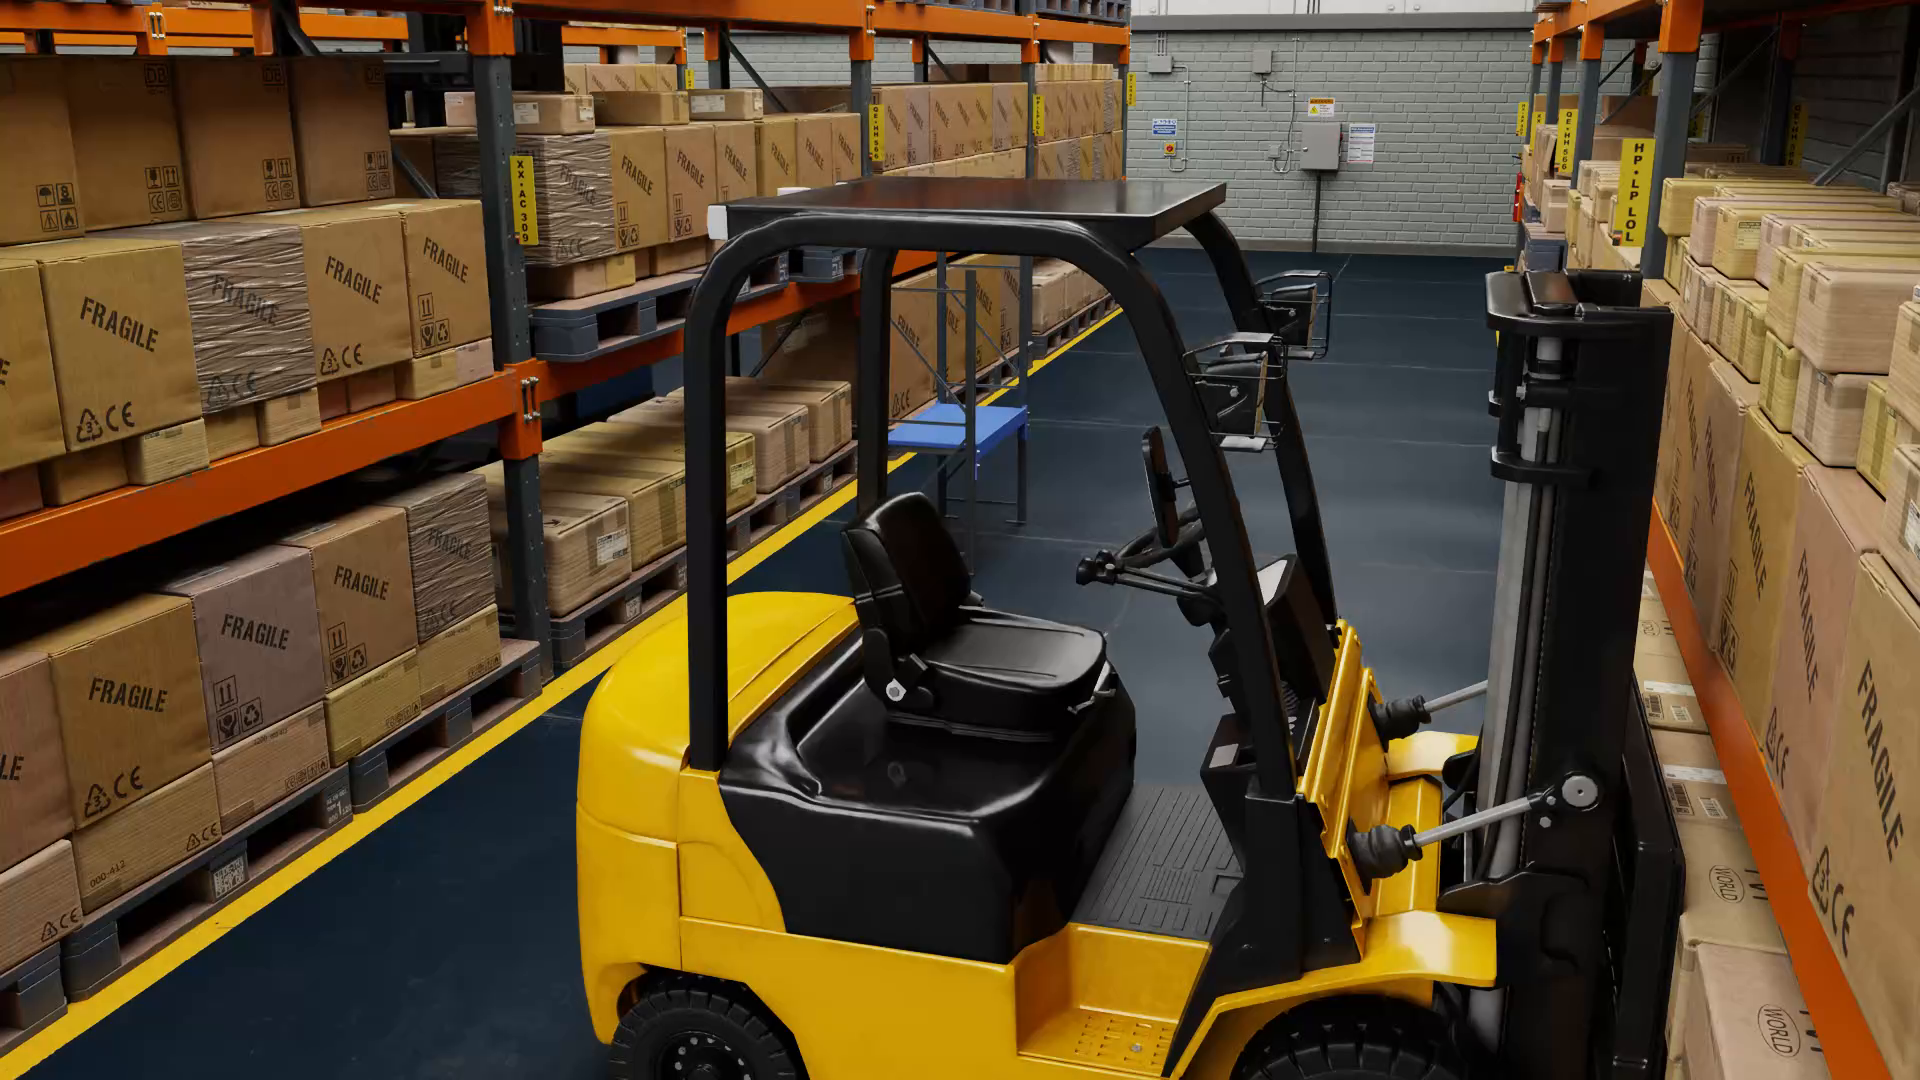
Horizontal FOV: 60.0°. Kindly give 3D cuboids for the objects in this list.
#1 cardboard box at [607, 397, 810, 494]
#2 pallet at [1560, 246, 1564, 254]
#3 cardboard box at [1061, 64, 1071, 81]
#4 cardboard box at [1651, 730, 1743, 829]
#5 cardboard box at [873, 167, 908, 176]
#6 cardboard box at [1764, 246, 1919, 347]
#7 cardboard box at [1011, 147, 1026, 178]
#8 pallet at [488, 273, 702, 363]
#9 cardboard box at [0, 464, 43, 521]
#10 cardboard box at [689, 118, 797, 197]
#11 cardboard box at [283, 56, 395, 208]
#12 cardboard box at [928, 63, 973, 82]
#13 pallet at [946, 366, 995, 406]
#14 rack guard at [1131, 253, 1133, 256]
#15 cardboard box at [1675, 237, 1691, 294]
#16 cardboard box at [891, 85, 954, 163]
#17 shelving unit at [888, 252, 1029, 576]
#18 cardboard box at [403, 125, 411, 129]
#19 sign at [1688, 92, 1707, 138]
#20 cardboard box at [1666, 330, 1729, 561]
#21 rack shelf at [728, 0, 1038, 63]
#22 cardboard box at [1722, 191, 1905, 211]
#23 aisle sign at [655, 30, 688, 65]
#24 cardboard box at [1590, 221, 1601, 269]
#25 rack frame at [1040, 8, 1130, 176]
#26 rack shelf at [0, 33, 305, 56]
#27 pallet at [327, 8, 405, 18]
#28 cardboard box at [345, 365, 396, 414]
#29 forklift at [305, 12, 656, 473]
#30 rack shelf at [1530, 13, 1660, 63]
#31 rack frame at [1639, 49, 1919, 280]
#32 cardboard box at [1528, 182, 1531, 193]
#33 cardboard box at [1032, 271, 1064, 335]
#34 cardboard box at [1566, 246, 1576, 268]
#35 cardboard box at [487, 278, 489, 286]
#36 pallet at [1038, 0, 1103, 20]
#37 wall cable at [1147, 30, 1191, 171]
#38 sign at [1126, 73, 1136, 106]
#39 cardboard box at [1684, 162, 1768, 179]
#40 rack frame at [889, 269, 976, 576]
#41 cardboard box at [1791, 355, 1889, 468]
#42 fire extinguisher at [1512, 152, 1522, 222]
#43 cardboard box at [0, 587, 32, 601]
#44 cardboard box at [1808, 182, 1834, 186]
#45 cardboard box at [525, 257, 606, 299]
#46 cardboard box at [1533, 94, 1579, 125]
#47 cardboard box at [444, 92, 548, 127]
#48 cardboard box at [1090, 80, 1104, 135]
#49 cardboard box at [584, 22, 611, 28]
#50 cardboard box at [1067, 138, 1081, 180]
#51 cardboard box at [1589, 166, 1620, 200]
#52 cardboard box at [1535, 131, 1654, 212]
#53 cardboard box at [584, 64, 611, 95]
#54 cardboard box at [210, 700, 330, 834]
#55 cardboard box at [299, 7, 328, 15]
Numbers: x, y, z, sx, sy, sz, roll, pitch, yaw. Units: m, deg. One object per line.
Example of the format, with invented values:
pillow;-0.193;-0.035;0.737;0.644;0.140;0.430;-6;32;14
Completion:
cardboard box;-1.393;-0.538;9.275;0.950;0.372;0.625;4;16;15
pallet;4.287;-1.974;10.642;1.003;0.211;1.213;5;16;16
cardboard box;0.777;-4.157;14.784;0.380;0.149;0.250;4;16;14
cardboard box;1.722;0.632;3.540;0.500;0.250;0.500;4;16;15
cardboard box;-0.640;-2.223;10.527;0.500;0.250;0.500;5;16;15
cardboard box;1.632;-0.419;2.892;0.380;0.149;0.250;5;17;17
cardboard box;0.224;-3.021;13.343;0.500;0.250;0.500;5;16;16
pallet;-1.801;-0.991;7.176;1.003;0.211;1.213;5;16;16
cardboard box;-2.613;-0.137;4.275;0.380;0.149;0.250;5;17;18
cardboard box;-1.162;-1.925;8.622;0.500;0.500;0.500;3;16;12
cardboard box;-2.491;-1.468;5.948;0.700;0.500;0.500;4;16;15
cardboard box;-0.102;-3.934;13.997;0.380;0.149;0.250;4;16;15
pallet;-0.376;-1.118;12.383;1.003;0.211;1.213;5;16;16
rack guard;1.259;-2.837;17.917;1.175;0.500;0.348;5;16;16
cardboard box;2.188;-0.740;4.568;0.380;0.149;0.250;5;17;17
cardboard box;-0.353;-2.845;11.346;0.500;0.500;0.500;5;17;17
shelving unit;-0.024;-0.699;8.546;0.538;1.500;1.048;5;16;16
cardboard box;-4.811;-3.385;13.868;0.380;0.149;0.250;5;16;16
sign;5.409;-3.118;12.204;0.100;0.325;0.005;5;16;16
cardboard box;1.951;-0.192;3.828;0.500;0.500;0.500;4;16;15
rack shelf;-0.453;-3.561;11.708;1.077;0.370;4.000;5;16;16
cardboard box;2.176;-0.810;4.272;0.380;0.149;0.250;4;16;15
aisle sign;-3.214;-5.638;18.444;0.394;0.787;0.004;5;16;16
cardboard box;2.948;-1.226;7.013;0.500;0.250;0.500;5;17;17
rack frame;1.253;-4.034;17.554;1.000;3.000;0.127;5;16;16
rack shelf;-8.817;-5.376;18.107;1.077;0.370;4.000;5;16;16
pallet;-5.228;-4.273;13.243;1.213;0.211;1.003;5;16;16
cardboard box;-2.170;-0.538;5.688;0.380;0.149;0.250;5;17;16
forklift;-3.000;-1.791;9.773;1.130;2.935;3.031;5;17;17
rack shelf;5.444;-4.224;14.044;1.077;0.370;4.000;5;16;16
rack frame;2.602;-0.510;5.131;1.000;3.000;0.127;5;16;16
cardboard box;5.187;-3.061;14.583;0.380;0.149;0.250;5;17;17
cardboard box;0.397;-2.113;14.706;0.875;0.438;0.875;4;16;15
cardboard box;3.379;-1.388;8.499;0.500;0.250;0.500;5;16;16
cardboard box;-2.184;-1.199;7.251;0.380;0.149;0.250;4;16;14
pallet;0.707;-4.919;15.340;1.003;0.211;1.213;5;16;16
wall cable;2.833;-6.015;22.618;0.585;1.953;0.123;5;16;16
sign;1.769;-4.659;17.202;0.100;0.325;0.005;5;16;16
cardboard box;3.841;-1.816;8.364;0.380;0.149;0.250;5;17;18
rack frame;-0.169;-0.566;8.077;0.500;1.500;0.032;5;16;16
cardboard box;1.584;-0.206;2.687;0.380;0.149;0.250;4;16;14
fire extinguisher;5.611;-3.508;16.524;0.296;0.674;0.183;5;16;16
cardboard box;-3.021;0.414;4.767;0.500;0.500;0.500;4;16;15
cardboard box;3.423;-1.413;6.942;0.380;0.149;0.250;5;17;17
cardboard box;-1.698;-1.096;6.886;0.380;0.149;0.250;5;17;17
cardboard box;5.199;-3.591;14.349;0.500;0.500;0.500;5;17;17
cardboard box;-2.060;-1.919;7.412;0.380;0.149;0.250;4;16;14
cardboard box;1.080;-4.150;15.948;0.500;0.500;0.500;5;16;16
cardboard box;-3.822;-5.219;16.511;0.500;0.250;0.500;5;17;18
cardboard box;0.795;-3.399;15.132;0.500;0.500;0.500;5;17;16
cardboard box;3.243;-1.717;8.015;0.380;0.149;0.250;5;17;17
cardboard box;4.154;-2.403;10.853;0.700;0.500;0.500;5;16;16
cardboard box;-3.844;-4.516;16.695;0.500;0.500;0.500;4;16;14
cardboard box;-2.359;0.675;5.223;0.500;0.250;0.500;5;17;17
cardboard box;-5.106;-4.181;12.392;0.500;0.500;0.500;5;16;16
